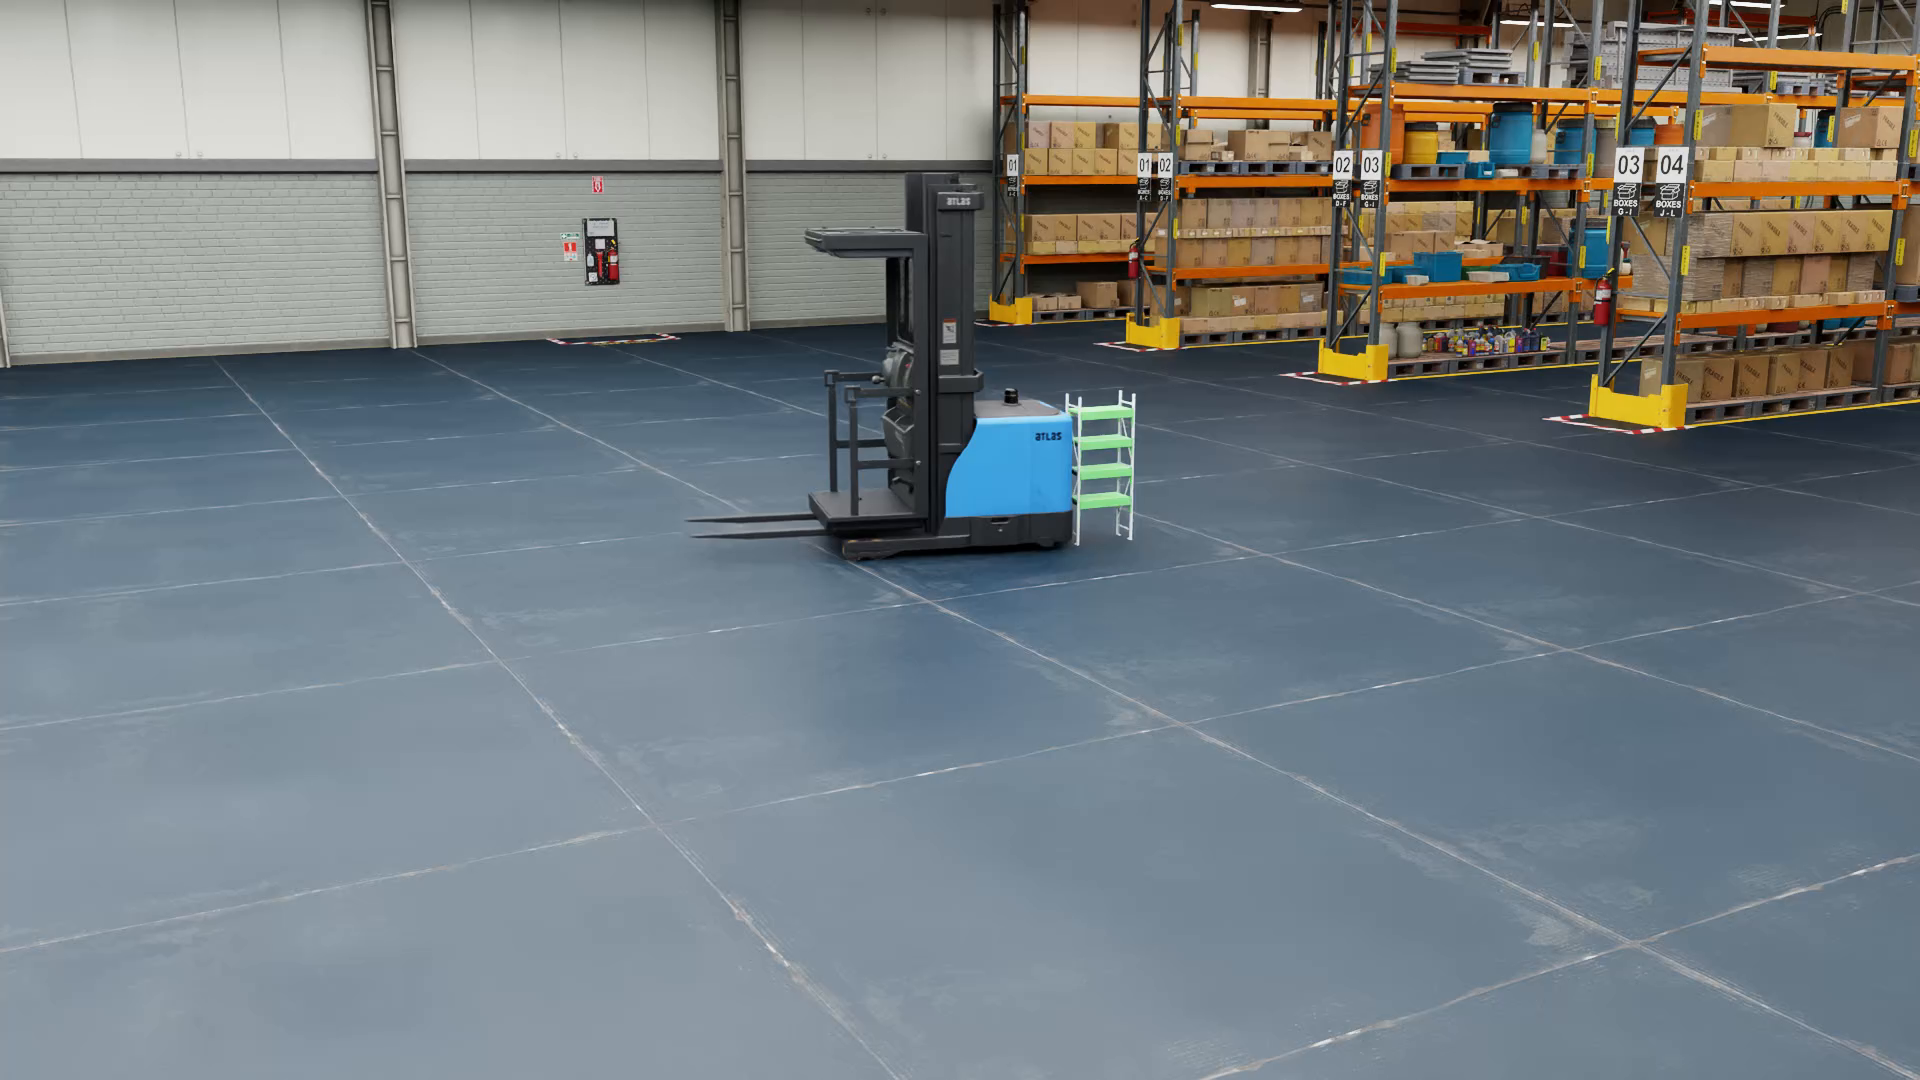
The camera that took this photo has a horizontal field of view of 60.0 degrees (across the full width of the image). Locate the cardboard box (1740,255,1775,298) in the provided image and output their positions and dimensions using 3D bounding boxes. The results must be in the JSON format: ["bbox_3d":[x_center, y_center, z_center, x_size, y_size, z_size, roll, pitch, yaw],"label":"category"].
[{"bbox_3d":[9.382,-3.253,20.329,0.500,0.500,0.875,-7,14,-28],"label":"cardboard box"}]

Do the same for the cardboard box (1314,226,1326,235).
[{"bbox_3d":[6.230,-5.459,29.329,0.250,0.149,0.380,-7,15,-30],"label":"cardboard box"}]

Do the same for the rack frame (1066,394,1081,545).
[{"bbox_3d":[0.906,-0.566,13.392,0.015,1.200,0.240,-6,14,-23],"label":"rack frame"}]

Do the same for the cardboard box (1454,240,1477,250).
[{"bbox_3d":[9.446,-5.538,31.587,0.500,0.311,0.500,-7,14,-29],"label":"cardboard box"}]

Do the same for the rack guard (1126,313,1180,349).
[{"bbox_3d":[3.281,-3.574,28.353,0.348,0.500,1.175,-7,14,-28],"label":"rack guard"}]

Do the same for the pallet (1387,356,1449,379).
[{"bbox_3d":[6.432,-2.583,24.604,1.213,0.211,1.003,-7,14,-28],"label":"pallet"}]

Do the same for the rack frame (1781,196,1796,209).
[{"bbox_3d":[17.346,-6.480,35.569,0.127,3.000,1.000,-7,14,-28],"label":"rack frame"}]

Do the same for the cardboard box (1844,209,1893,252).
[{"bbox_3d":[11.293,-3.889,20.876,0.500,0.500,0.500,-7,14,-28],"label":"cardboard box"}]

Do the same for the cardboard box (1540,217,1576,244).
[{"bbox_3d":[11.717,-6.039,32.428,0.500,0.500,0.700,-4,13,-17],"label":"cardboard box"}]

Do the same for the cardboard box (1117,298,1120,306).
[{"bbox_3d":[3.023,-4.831,33.734,0.250,0.149,0.380,-8,15,-32],"label":"cardboard box"}]

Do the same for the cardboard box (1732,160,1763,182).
[{"bbox_3d":[9.042,-4.334,19.543,0.500,0.250,0.500,-7,15,-29],"label":"cardboard box"}]

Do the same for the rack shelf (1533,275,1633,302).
[{"bbox_3d":[10.938,-4.122,26.730,4.000,0.370,1.077,-7,14,-28],"label":"rack shelf"}]

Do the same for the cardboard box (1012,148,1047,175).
[{"bbox_3d":[1.338,-7.260,31.930,0.500,0.500,0.500,-6,14,-26],"label":"cardboard box"}]

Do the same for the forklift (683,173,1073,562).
[{"bbox_3d":[-0.672,-1.389,13.107,3.031,2.935,1.130,-3,13,-13],"label":"forklift"}]

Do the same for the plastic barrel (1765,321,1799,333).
[{"bbox_3d":[14.106,-3.885,28.576,0.708,0.588,0.600,-7,14,-28],"label":"plastic barrel"}]

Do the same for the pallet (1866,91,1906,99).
[{"bbox_3d":[15.493,-7.650,28.449,1.213,0.211,1.003,-7,14,-28],"label":"pallet"}]

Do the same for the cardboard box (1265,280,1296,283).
[{"bbox_3d":[5.821,-4.404,29.944,0.500,0.500,0.500,-7,14,-28],"label":"cardboard box"}]

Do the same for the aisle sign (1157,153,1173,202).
[{"bbox_3d":[3.391,-5.999,27.512,0.004,0.787,0.394,-7,14,-28],"label":"aisle sign"}]

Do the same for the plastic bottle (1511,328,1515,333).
[{"bbox_3d":[8.693,-3.197,26.194,0.097,0.271,0.097,0,13,0],"label":"plastic bottle"}]

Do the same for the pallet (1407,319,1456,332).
[{"bbox_3d":[8.513,-4.071,31.218,1.213,0.211,1.003,-7,14,-28],"label":"pallet"}]

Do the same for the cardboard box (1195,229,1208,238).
[{"bbox_3d":[3.980,-5.190,28.133,0.250,0.149,0.380,-7,15,-29],"label":"cardboard box"}]

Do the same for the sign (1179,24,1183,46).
[{"bbox_3d":[3.562,-8.149,26.833,0.005,0.325,0.100,-7,14,-28],"label":"sign"}]

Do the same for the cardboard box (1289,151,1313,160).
[{"bbox_3d":[5.885,-6.652,28.799,0.250,0.149,0.380,-7,14,-28],"label":"cardboard box"}]

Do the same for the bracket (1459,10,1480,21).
[{"bbox_3d":[11.464,-11.824,37.456,0.430,0.232,0.235,-7,14,-28],"label":"bracket"}]

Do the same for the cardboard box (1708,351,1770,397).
[{"bbox_3d":[9.668,-2.067,20.697,0.500,0.500,0.500,-5,14,-23],"label":"cardboard box"}]

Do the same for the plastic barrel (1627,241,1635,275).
[{"bbox_3d":[10.772,-4.464,26.304,0.433,0.535,0.433,0,13,0],"label":"plastic barrel"}]

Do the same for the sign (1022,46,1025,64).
[{"bbox_3d":[1.185,-9.067,31.096,0.005,0.325,0.100,-7,14,-28],"label":"sign"}]

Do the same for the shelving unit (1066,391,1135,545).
[{"bbox_3d":[1.129,-0.588,13.488,0.503,1.200,0.258,-6,14,-23],"label":"shelving unit"}]

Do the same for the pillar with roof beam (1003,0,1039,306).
[{"bbox_3d":[3.188,-8.088,29.053,0.548,9.000,9.100,-7,14,-28],"label":"pillar with roof beam"}]

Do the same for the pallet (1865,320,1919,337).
[{"bbox_3d":[16.832,-3.828,30.139,1.213,0.211,1.003,-7,14,-28],"label":"pallet"}]

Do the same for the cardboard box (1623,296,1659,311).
[{"bbox_3d":[8.197,-2.834,19.943,0.250,0.149,0.380,-7,14,-28],"label":"cardboard box"}]

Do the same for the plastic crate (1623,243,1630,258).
[{"bbox_3d":[11.129,-4.603,27.086,0.583,0.464,0.402,-7,14,-28],"label":"plastic crate"}]

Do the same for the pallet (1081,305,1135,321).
[{"bbox_3d":[2.791,-4.604,33.588,1.213,0.211,1.003,-7,14,-28],"label":"pallet"}]

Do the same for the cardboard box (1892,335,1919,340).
[{"bbox_3d":[13.024,-2.469,22.439,0.500,0.500,0.700,-8,15,-33],"label":"cardboard box"}]

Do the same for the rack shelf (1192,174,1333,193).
[{"bbox_3d":[6.192,-7.494,34.885,4.000,0.370,1.077,-7,14,-28],"label":"rack shelf"}]

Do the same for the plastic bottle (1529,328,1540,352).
[{"bbox_3d":[8.756,-3.061,25.411,0.185,0.351,0.144,-7,15,-29],"label":"plastic bottle"}]

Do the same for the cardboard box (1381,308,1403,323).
[{"bbox_3d":[7.735,-4.129,30.430,0.500,0.250,0.500,-6,14,-26],"label":"cardboard box"}]

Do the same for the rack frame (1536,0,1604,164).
[{"bbox_3d":[9.183,-7.189,25.058,0.127,3.000,1.000,-7,14,-28],"label":"rack frame"}]

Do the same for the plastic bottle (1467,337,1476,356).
[{"bbox_3d":[7.620,-2.882,24.768,0.133,0.283,0.061,-7,14,-27],"label":"plastic bottle"}]

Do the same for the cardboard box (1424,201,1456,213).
[{"bbox_3d":[10.717,-7.432,37.143,0.500,0.250,0.500,-6,14,-27],"label":"cardboard box"}]

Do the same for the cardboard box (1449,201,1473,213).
[{"bbox_3d":[11.171,-7.484,37.374,0.500,0.250,0.500,-6,14,-26],"label":"cardboard box"}]

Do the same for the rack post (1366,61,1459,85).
[{"bbox_3d":[6.397,-6.579,23.487,0.954,0.300,0.937,-5,14,-22],"label":"rack post"}]

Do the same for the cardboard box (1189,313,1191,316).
[{"bbox_3d":[4.064,-3.828,29.094,0.500,0.250,0.500,-7,14,-28],"label":"cardboard box"}]

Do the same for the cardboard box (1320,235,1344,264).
[{"bbox_3d":[6.426,-5.218,29.736,0.500,0.500,0.700,-7,15,-29],"label":"cardboard box"}]

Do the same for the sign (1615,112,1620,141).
[{"bbox_3d":[7.797,-4.891,19.664,0.005,0.325,0.100,-7,14,-28],"label":"sign"}]

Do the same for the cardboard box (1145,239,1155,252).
[{"bbox_3d":[3.724,-5.949,33.508,0.500,0.250,0.500,-7,14,-28],"label":"cardboard box"}]

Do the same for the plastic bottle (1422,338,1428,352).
[{"bbox_3d":[7.074,-2.969,25.340,0.097,0.201,0.097,0,13,0],"label":"plastic bottle"}]

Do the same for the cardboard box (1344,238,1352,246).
[{"bbox_3d":[8.347,-6.470,36.051,0.250,0.149,0.380,-7,14,-29],"label":"cardboard box"}]

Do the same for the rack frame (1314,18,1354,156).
[{"bbox_3d":[7.947,-9.519,35.411,0.127,3.000,1.000,-7,14,-28],"label":"rack frame"}]

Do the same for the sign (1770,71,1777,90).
[{"bbox_3d":[12.964,-7.347,26.495,0.005,0.325,0.100,-7,14,-28],"label":"sign"}]

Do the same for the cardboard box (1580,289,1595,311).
[{"bbox_3d":[12.215,-4.790,32.752,0.500,0.500,0.500,-7,15,-30],"label":"cardboard box"}]

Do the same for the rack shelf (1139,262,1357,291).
[{"bbox_3d":[5.057,-4.656,29.104,4.000,0.370,1.077,-7,14,-28],"label":"rack shelf"}]

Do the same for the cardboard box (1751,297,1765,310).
[{"bbox_3d":[9.504,-2.881,20.152,0.250,0.149,0.380,-7,14,-28],"label":"cardboard box"}]

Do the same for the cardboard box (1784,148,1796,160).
[{"bbox_3d":[9.752,-4.622,19.915,0.250,0.149,0.380,-7,14,-28],"label":"cardboard box"}]
